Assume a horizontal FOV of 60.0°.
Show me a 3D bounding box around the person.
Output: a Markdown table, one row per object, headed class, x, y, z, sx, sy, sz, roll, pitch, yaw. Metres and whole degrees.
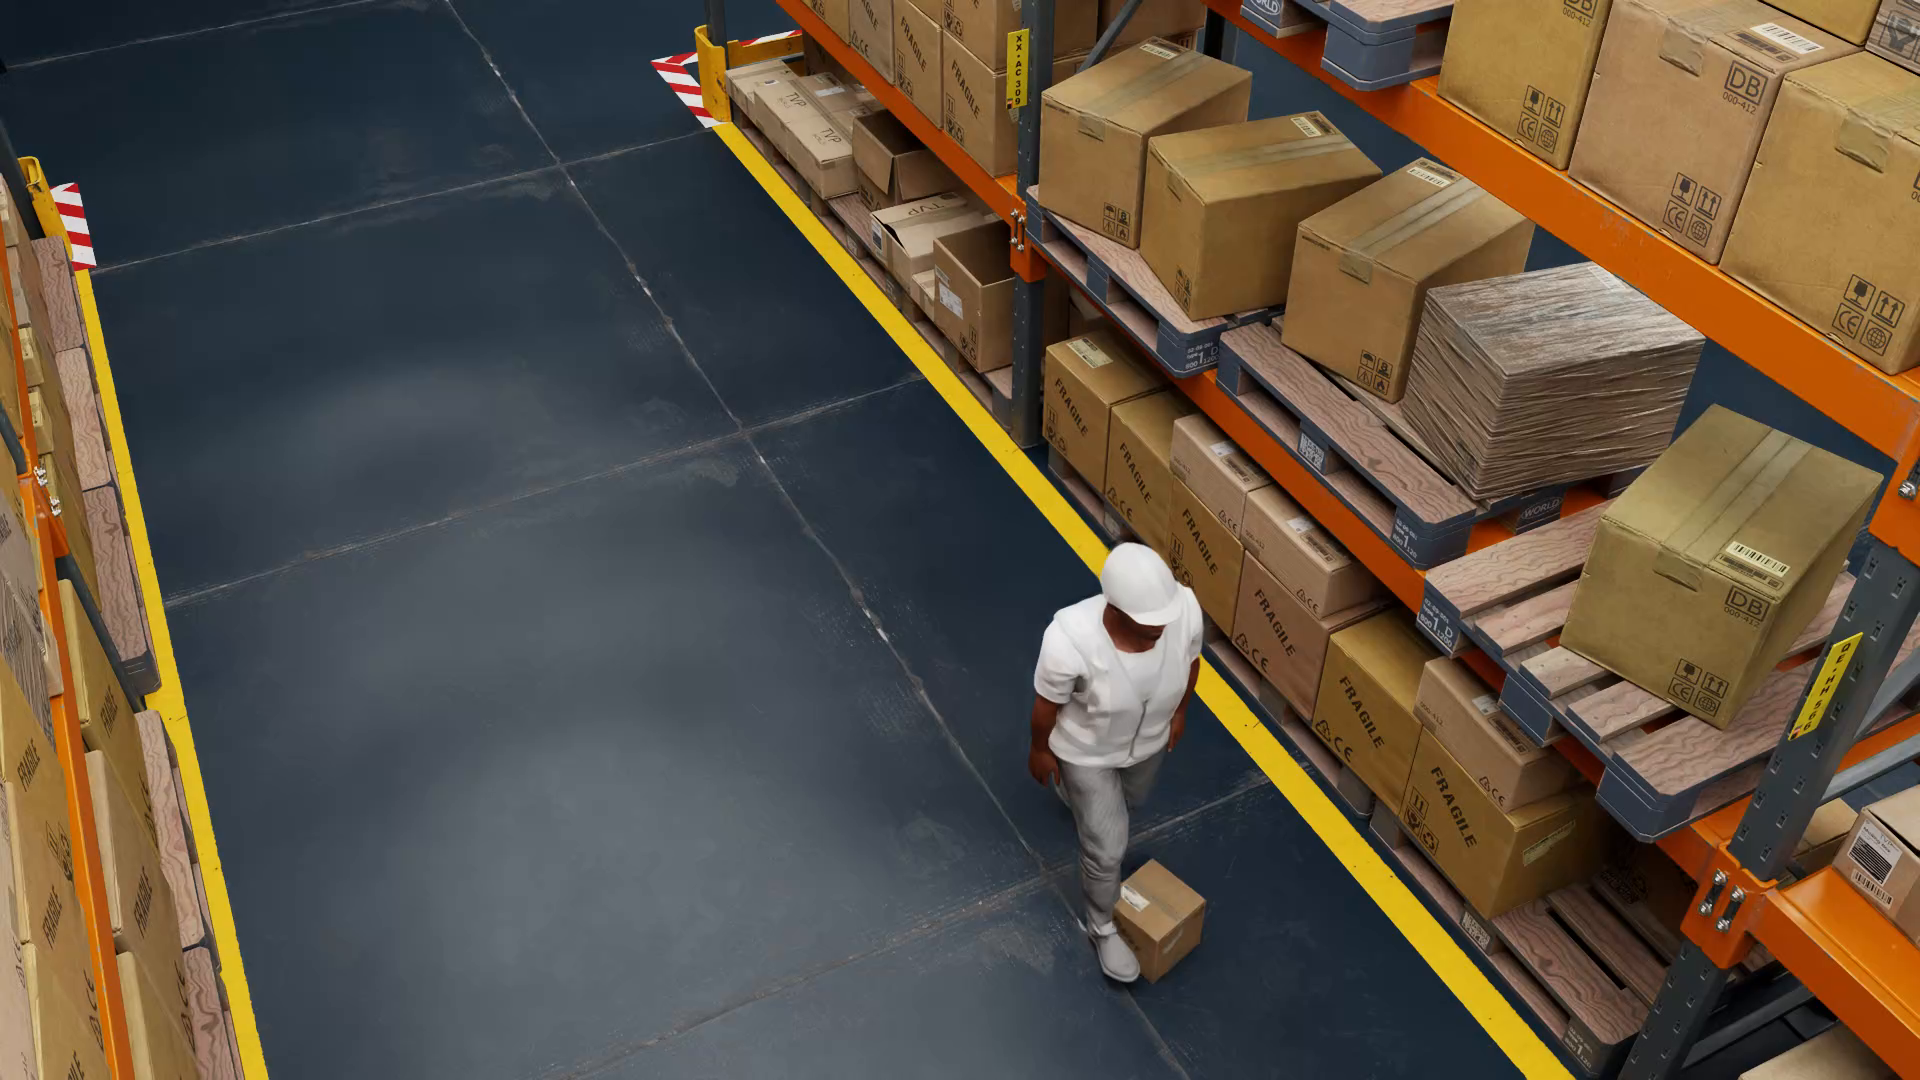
| class | x | y | z | sx | sy | sz | roll | pitch | yaw |
| --- | --- | --- | --- | --- | --- | --- | --- | --- | --- |
| person | 0.482 | 0.586 | 5.479 | 0.574 | 1.734 | 0.948 | -18 | 44 | -19 |
